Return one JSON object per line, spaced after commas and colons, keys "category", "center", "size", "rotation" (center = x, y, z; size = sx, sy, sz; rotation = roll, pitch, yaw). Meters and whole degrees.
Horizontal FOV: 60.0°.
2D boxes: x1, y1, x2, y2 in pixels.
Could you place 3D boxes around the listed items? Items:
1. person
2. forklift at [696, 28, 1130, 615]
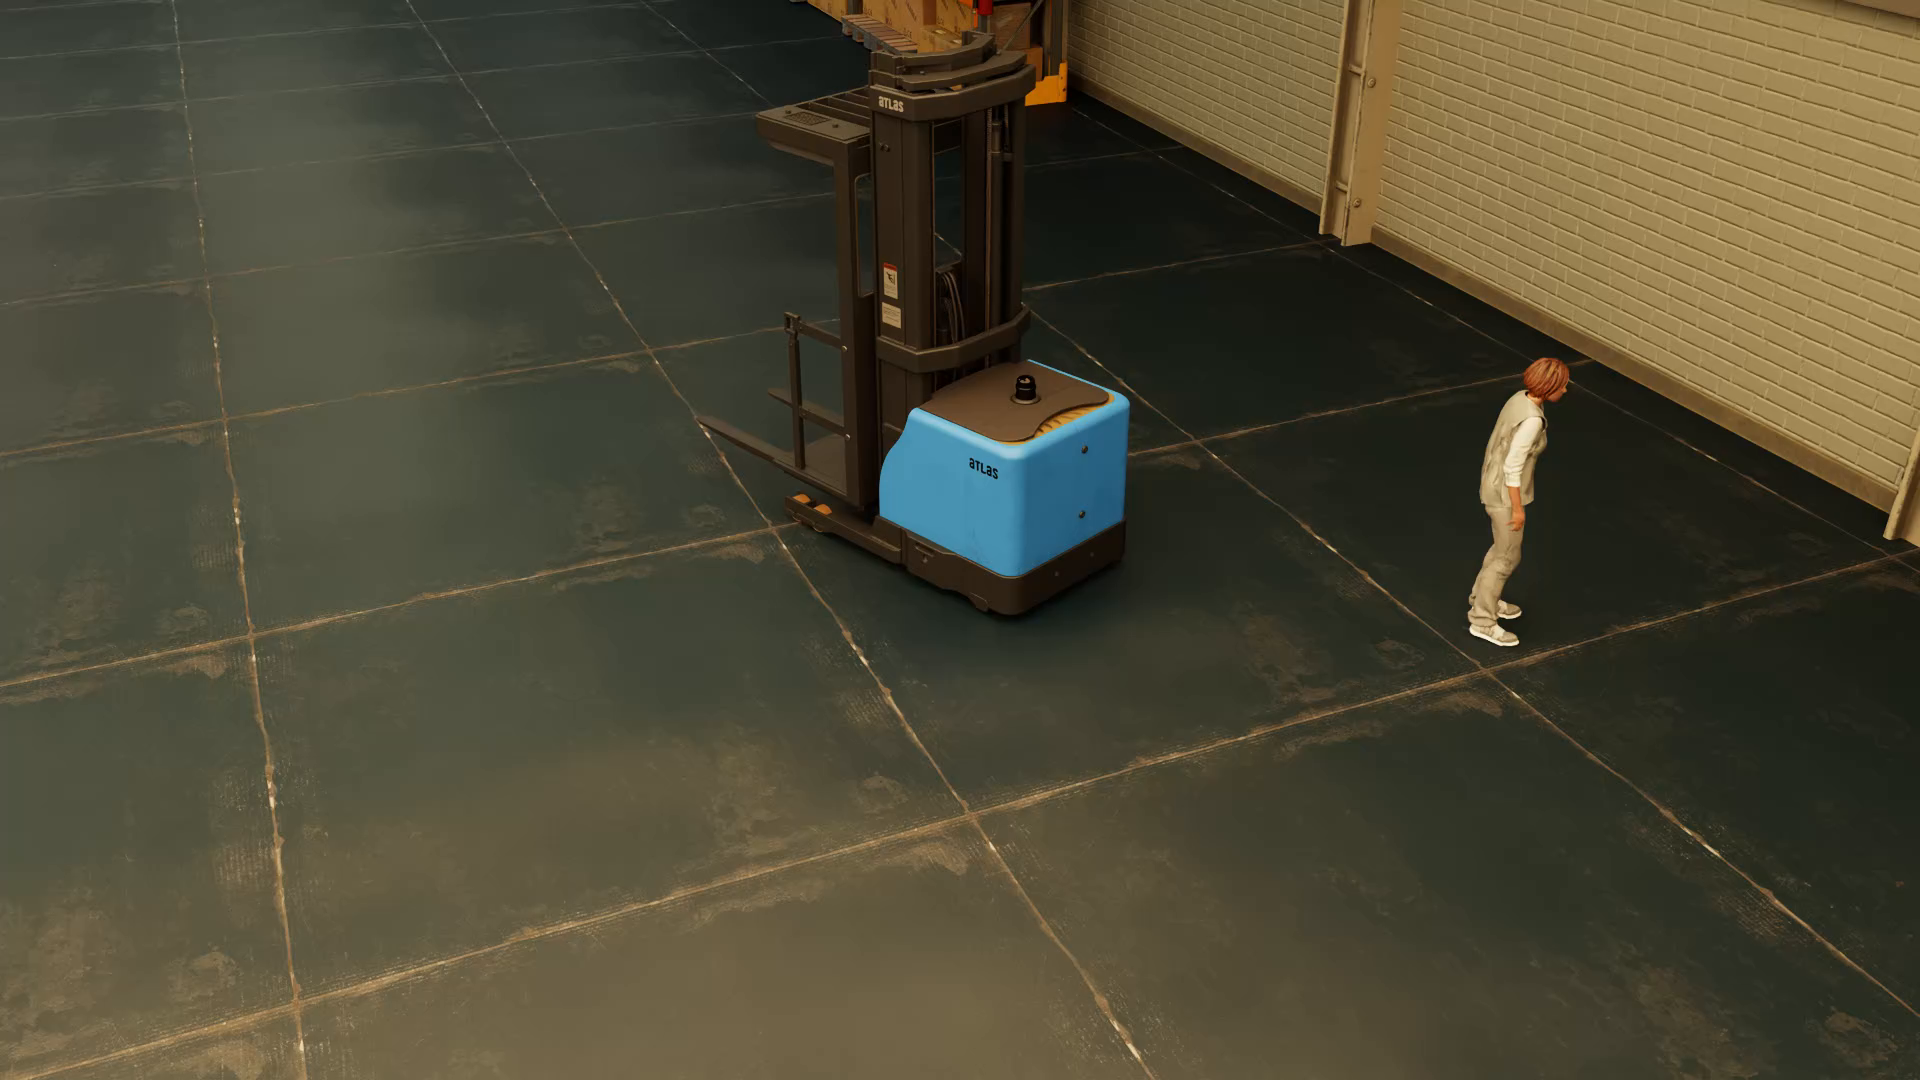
{"category": "person", "center": [2.946, -0.230, 8.872], "size": [0.345, 1.592, 0.477], "rotation": [8, 31, 14]}
{"category": "forklift", "center": [-0.436, -1.483, 9.714], "size": [3.031, 2.935, 1.130], "rotation": [26, 39, 37]}
